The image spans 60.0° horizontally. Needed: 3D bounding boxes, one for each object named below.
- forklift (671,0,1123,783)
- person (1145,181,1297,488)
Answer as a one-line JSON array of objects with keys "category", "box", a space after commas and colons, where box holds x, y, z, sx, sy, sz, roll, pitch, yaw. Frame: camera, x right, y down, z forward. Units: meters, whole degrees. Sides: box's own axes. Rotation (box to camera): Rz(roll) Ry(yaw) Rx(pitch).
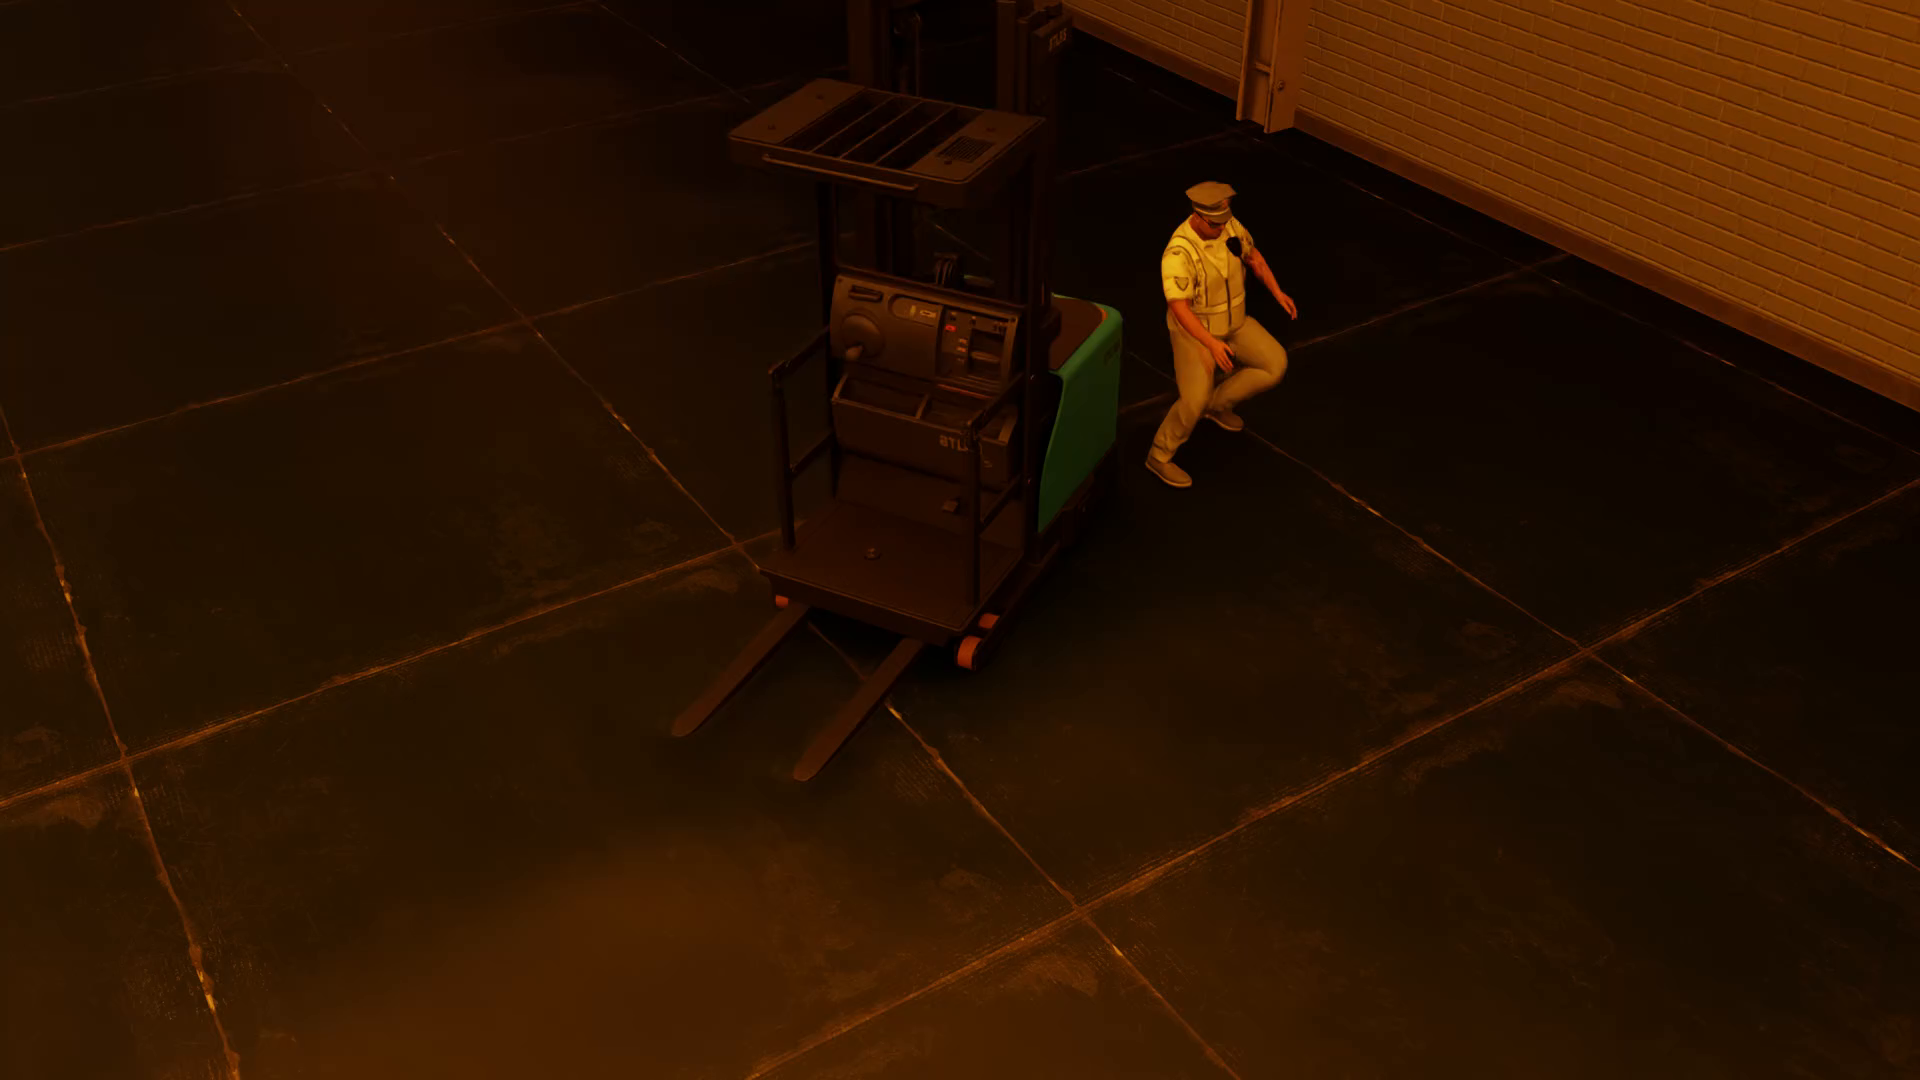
[{"category": "forklift", "box": [-0.263, -0.878, 7.397, 1.130, 2.935, 3.031, 16, 38, 22]}, {"category": "person", "box": [1.421, -1.128, 8.924, 0.840, 1.572, 0.760, -22, 41, -28]}]
